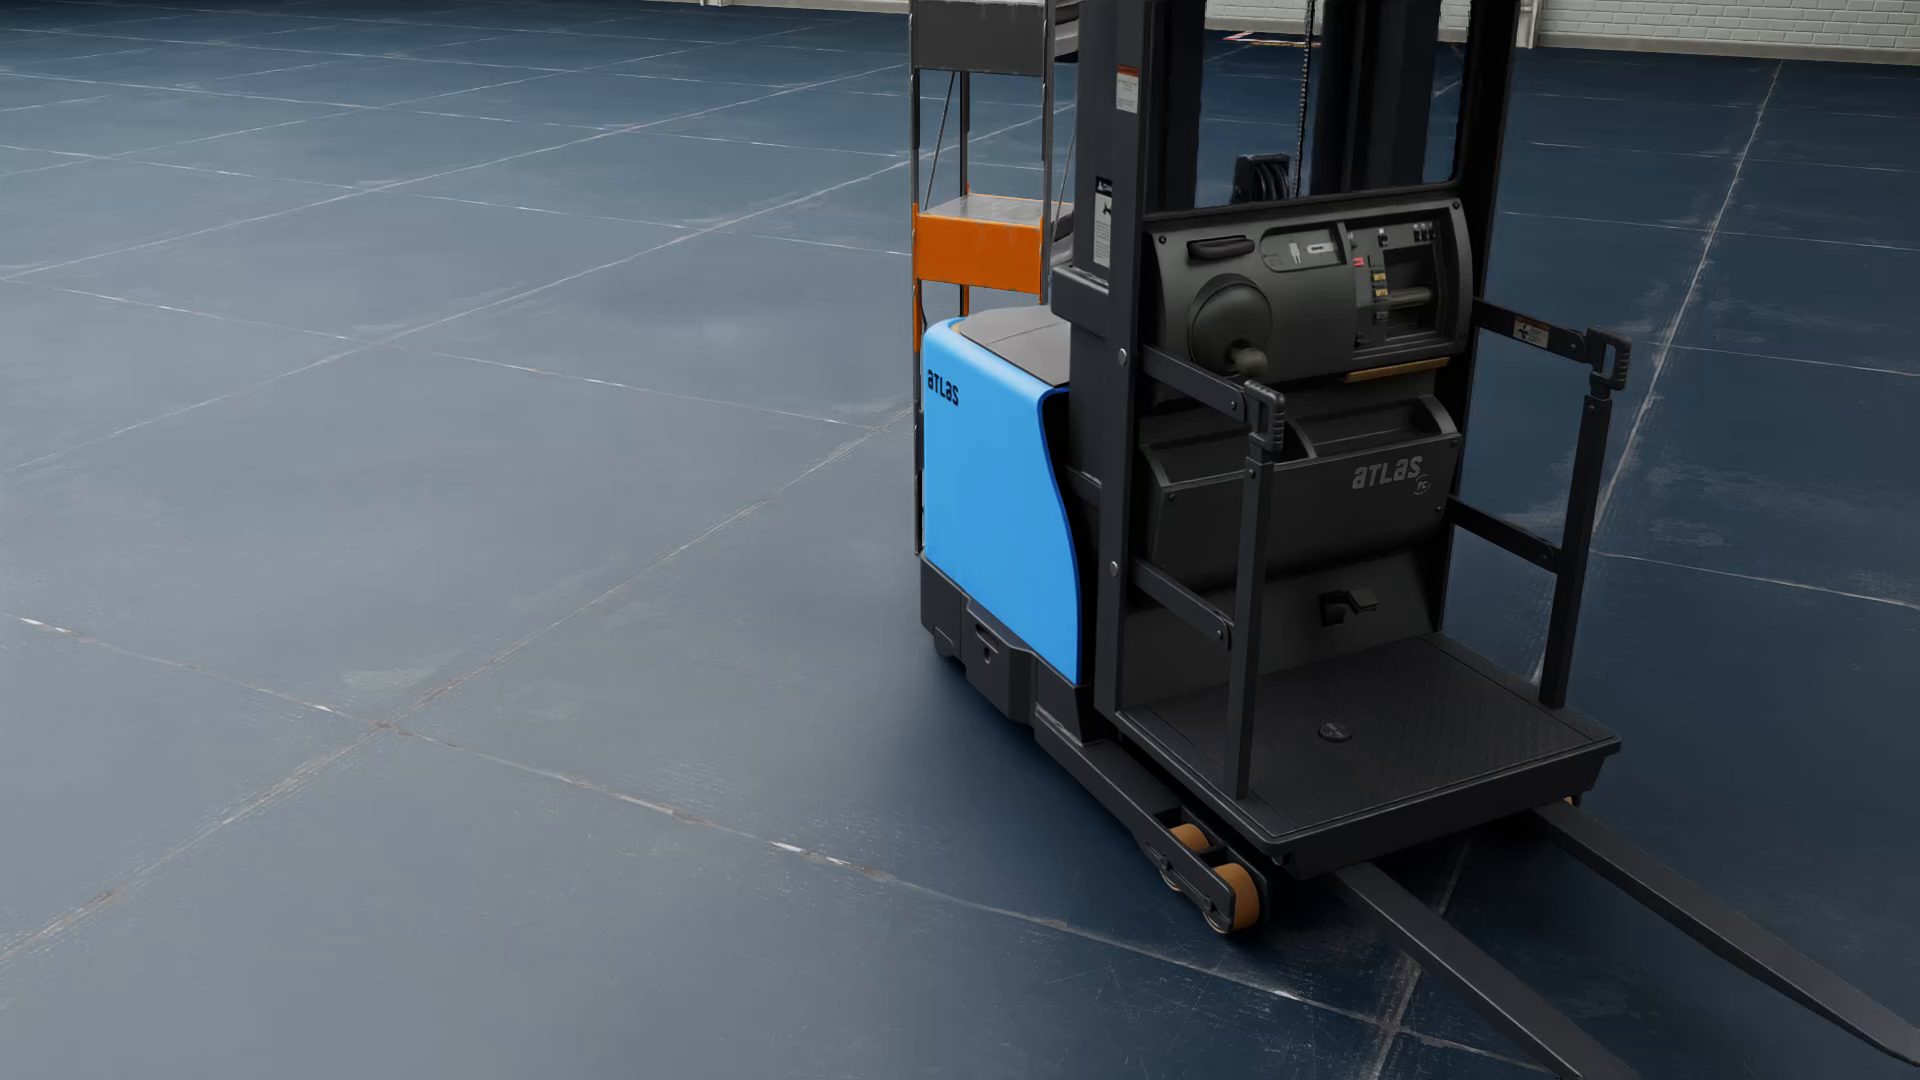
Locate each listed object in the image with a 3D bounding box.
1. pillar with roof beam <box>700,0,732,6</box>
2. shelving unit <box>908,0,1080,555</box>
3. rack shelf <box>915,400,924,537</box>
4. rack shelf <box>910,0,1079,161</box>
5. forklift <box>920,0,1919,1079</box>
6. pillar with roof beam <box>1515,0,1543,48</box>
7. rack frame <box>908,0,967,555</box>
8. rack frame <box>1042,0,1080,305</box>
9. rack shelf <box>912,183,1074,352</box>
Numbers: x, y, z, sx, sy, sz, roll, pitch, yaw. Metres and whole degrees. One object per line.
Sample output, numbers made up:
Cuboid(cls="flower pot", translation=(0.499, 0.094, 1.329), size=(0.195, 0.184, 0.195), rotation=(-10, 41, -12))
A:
Cuboid(cls="pillar with roof beam", translation=(-5.704, -10.902, 20.387), size=(0.400, 9.000, 9.100), rotation=(11, 25, 25))
Cuboid(cls="shelving unit", translation=(0.148, -0.937, 5.770), size=(0.503, 2.100, 0.431), rotation=(11, 25, 25))
Cuboid(cls="rack shelf", translation=(0.148, -0.280, 6.050), size=(0.480, 0.518, 0.431), rotation=(11, 25, 25))
Cuboid(cls="rack shelf", translation=(0.148, -1.569, 5.502), size=(0.480, 0.518, 0.431), rotation=(11, 25, 25))
Cuboid(cls="forklift", translation=(0.974, -0.596, 3.907), size=(1.130, 2.935, 3.031), rotation=(-11, 25, -24))
Cuboid(cls="pillar with roof beam", translation=(5.005, -8.783, 15.405), size=(0.400, 9.000, 9.100), rotation=(11, 25, 25))
Cuboid(cls="rack frame", translation=(-0.070, -0.980, 5.872), size=(0.015, 2.100, 0.400), rotation=(11, 25, 25))
Cuboid(cls="rack frame", translation=(0.365, -0.894, 5.669), size=(0.015, 2.100, 0.400), rotation=(11, 25, 25))
Cuboid(cls="rack shelf", translation=(0.148, -0.924, 5.776), size=(0.480, 0.518, 0.431), rotation=(11, 25, 25))
